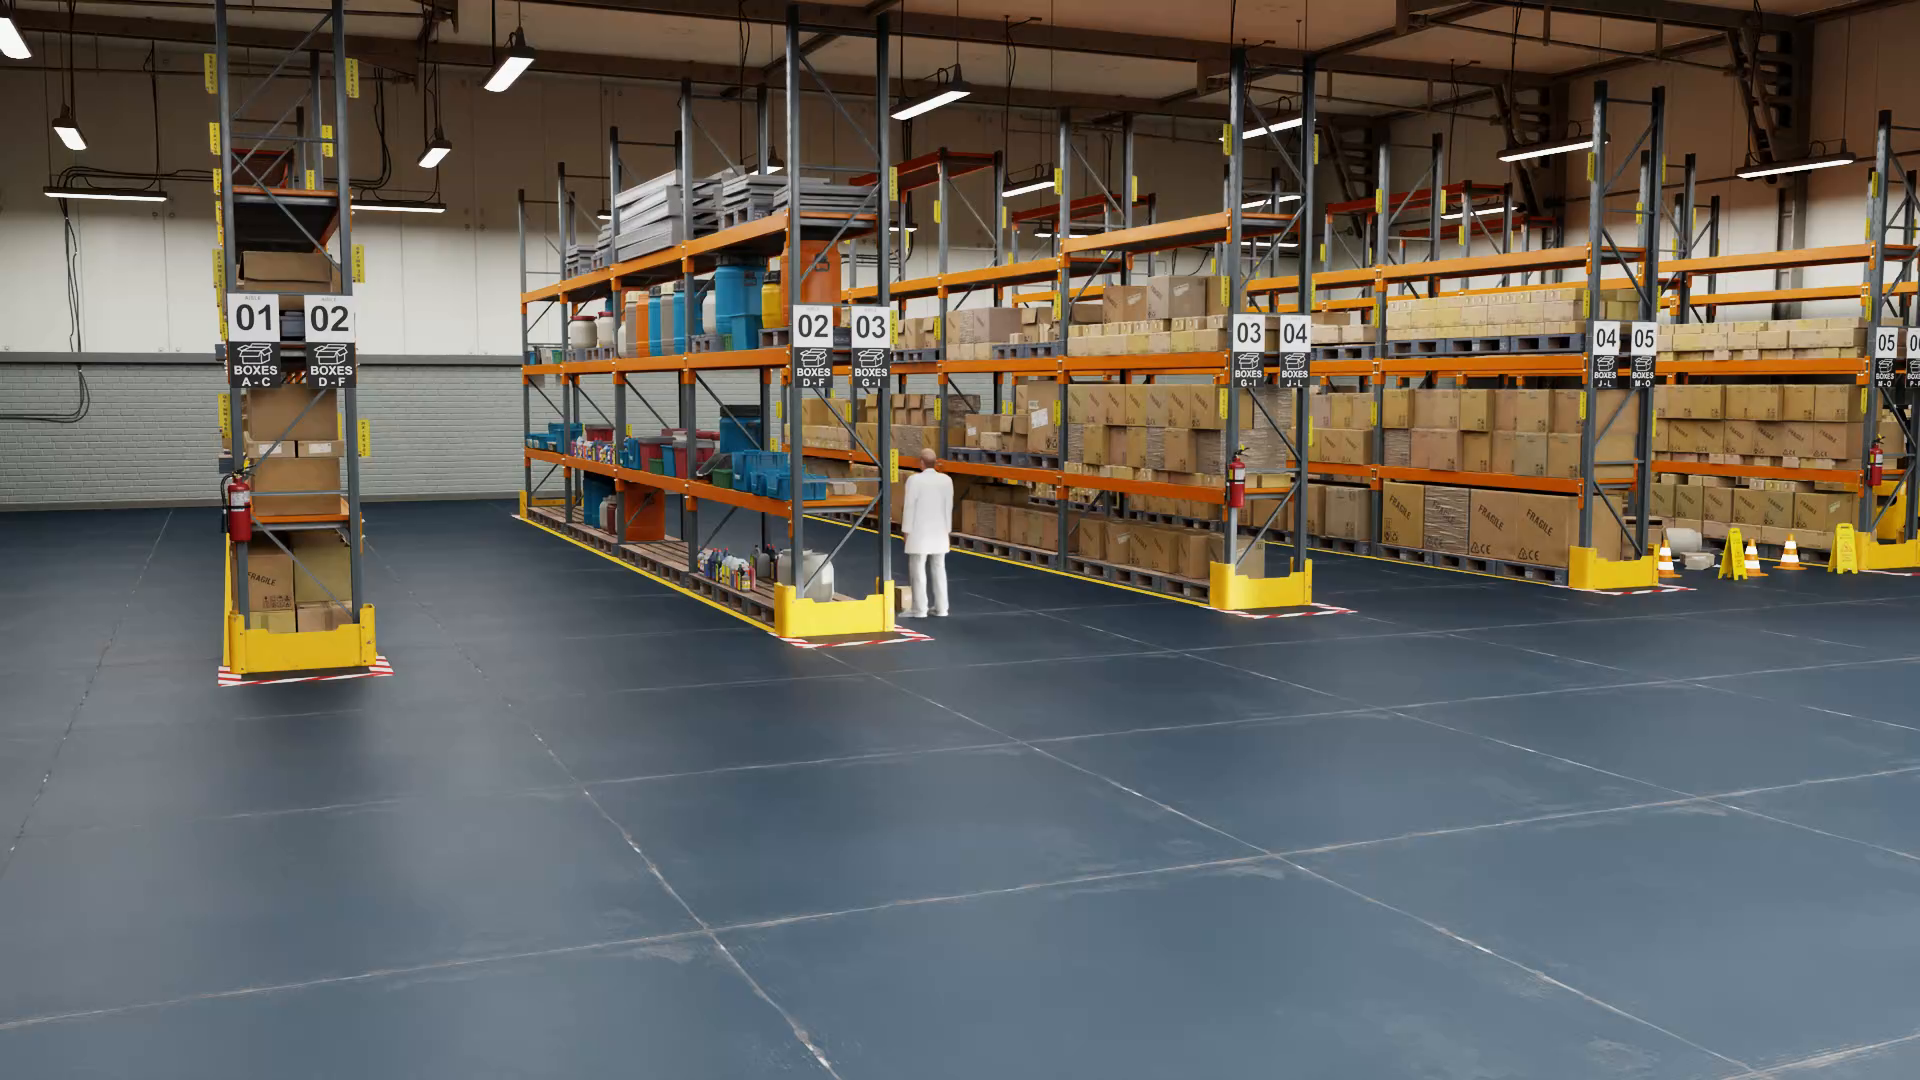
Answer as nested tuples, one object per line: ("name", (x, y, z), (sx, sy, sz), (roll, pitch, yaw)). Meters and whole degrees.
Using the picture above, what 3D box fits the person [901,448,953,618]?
("person", (-0.359, -0.077, 17.534), (0.561, 1.779, 0.376), (-2, 6, -25))
